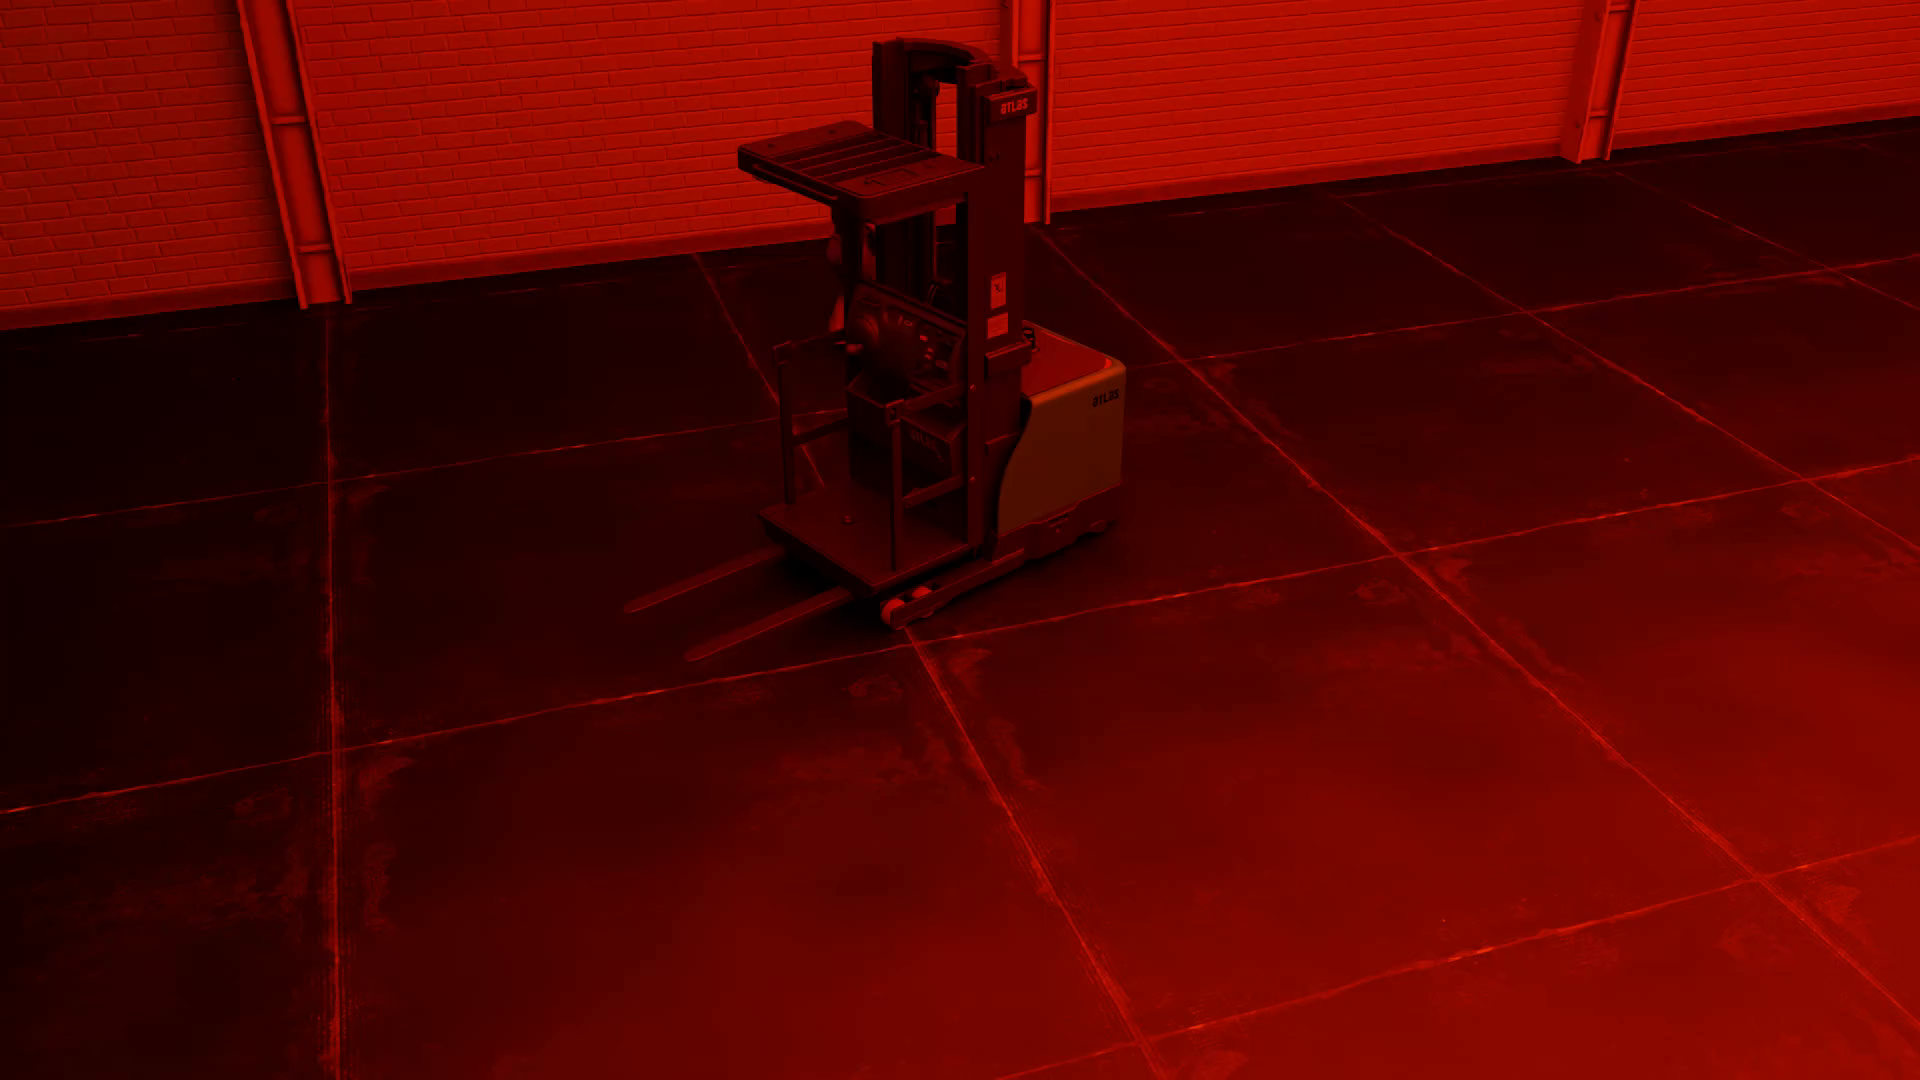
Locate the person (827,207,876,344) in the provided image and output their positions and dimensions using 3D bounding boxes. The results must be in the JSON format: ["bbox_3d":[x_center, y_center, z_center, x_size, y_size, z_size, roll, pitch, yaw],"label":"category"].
[{"bbox_3d":[-0.672,-2.149,12.197,0.712,1.558,0.741,-24,37,-35],"label":"person"}]

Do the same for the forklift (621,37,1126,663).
[{"bbox_3d":[-0.461,-1.072,8.951,3.031,2.935,1.130,-23,37,-34],"label":"forklift"}]
